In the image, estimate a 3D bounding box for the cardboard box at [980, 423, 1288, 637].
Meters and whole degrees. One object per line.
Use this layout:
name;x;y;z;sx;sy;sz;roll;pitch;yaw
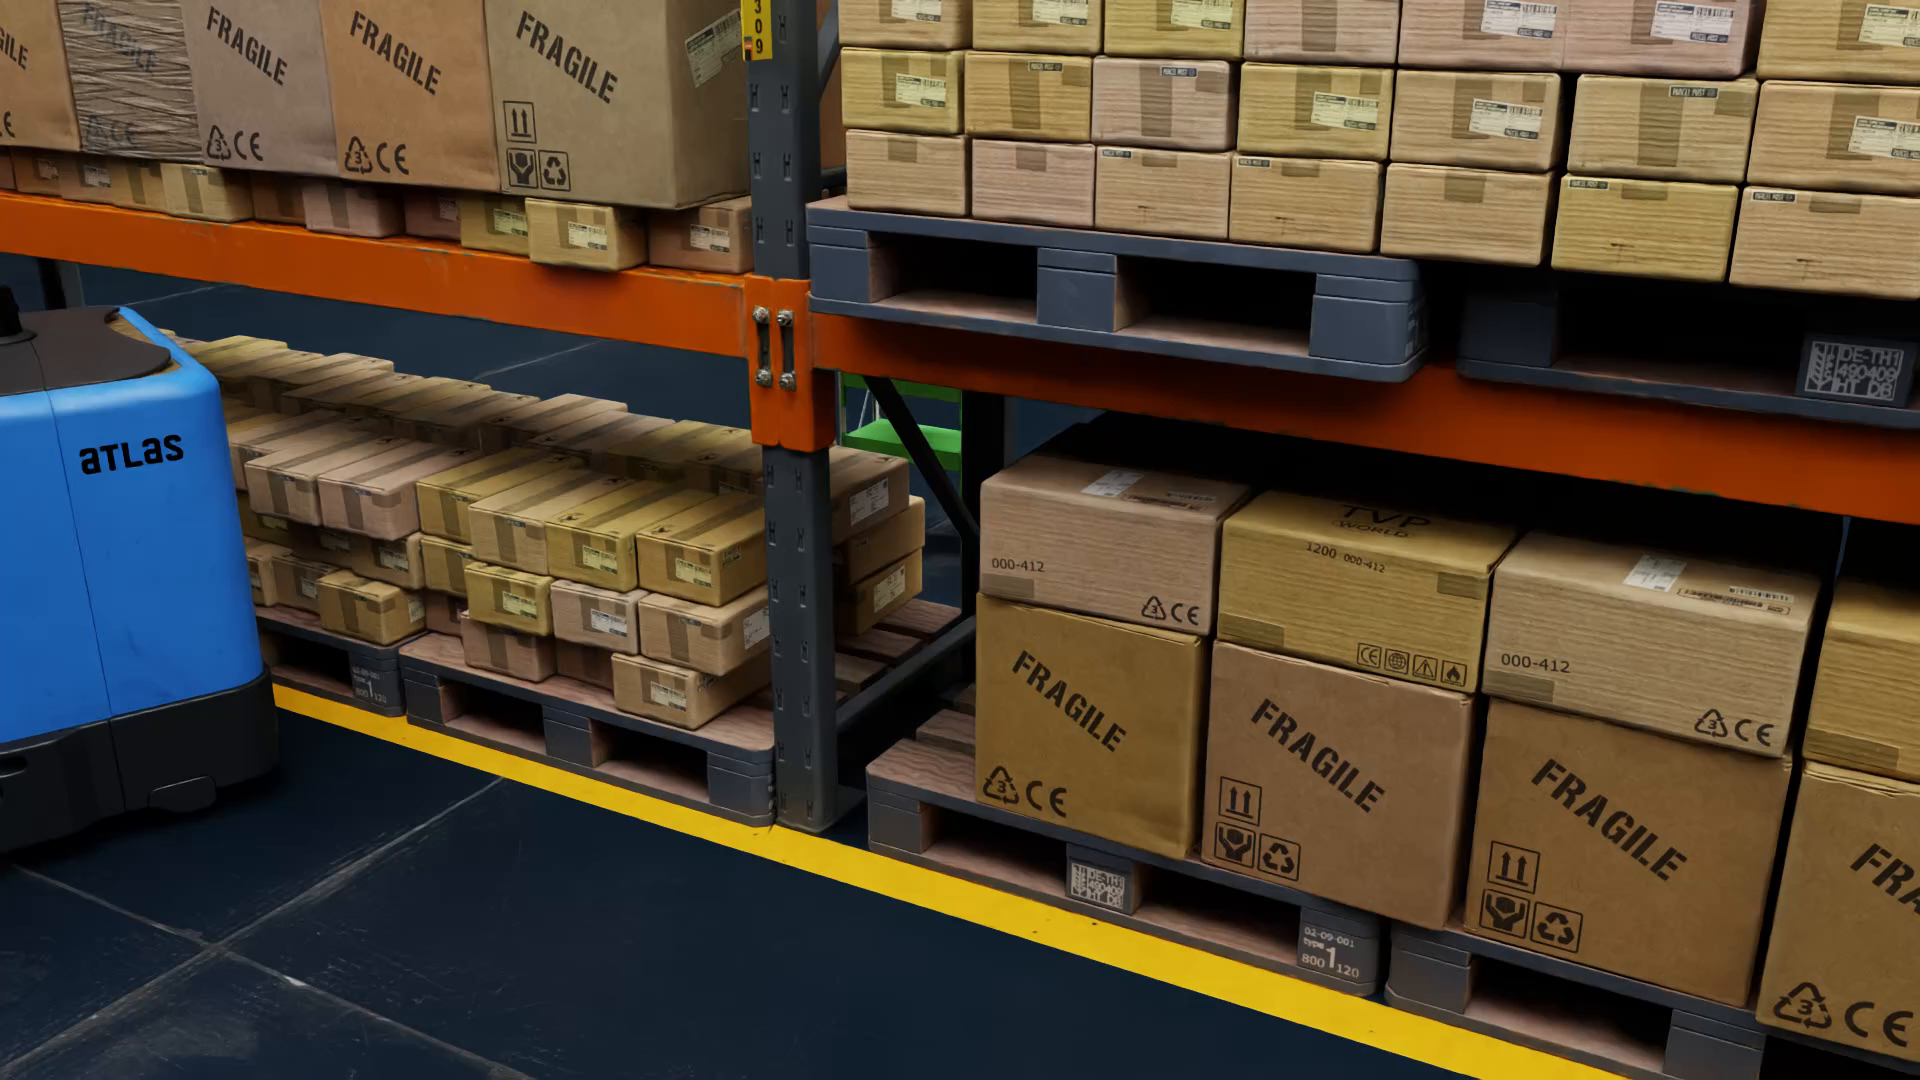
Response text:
cardboard box;0.374;-0.039;3.524;0.500;0.250;0.500;10;22;25

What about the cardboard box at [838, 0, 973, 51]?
cardboard box;-0.023;-1.022;3.164;0.250;0.149;0.380;12;23;30

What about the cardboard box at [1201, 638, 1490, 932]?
cardboard box;0.836;0.401;3.410;0.500;0.500;0.500;12;23;30

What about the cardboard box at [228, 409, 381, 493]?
cardboard box;-1.918;-0.253;4.857;0.250;0.149;0.380;11;23;27

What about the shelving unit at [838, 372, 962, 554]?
shelving unit;-0.145;-0.592;5.736;0.503;1.200;0.258;11;23;27

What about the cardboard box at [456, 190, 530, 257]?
cardboard box;-0.988;-0.798;4.035;0.250;0.149;0.380;12;23;29

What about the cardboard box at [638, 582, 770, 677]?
cardboard box;-0.572;0.179;4.100;0.250;0.149;0.380;11;23;28

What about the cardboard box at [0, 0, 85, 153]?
cardboard box;-2.476;-1.394;4.727;0.500;0.500;0.500;11;23;28

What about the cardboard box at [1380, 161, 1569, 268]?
cardboard box;0.879;-0.571;2.794;0.250;0.149;0.380;10;22;25

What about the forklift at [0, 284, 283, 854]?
forklift;-3.177;-0.587;3.186;3.031;2.935;1.130;-14;24;-34

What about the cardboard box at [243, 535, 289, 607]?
cardboard box;-1.976;0.048;4.900;0.250;0.149;0.380;11;23;27

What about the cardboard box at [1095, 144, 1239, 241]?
cardboard box;0.438;-0.655;3.026;0.250;0.149;0.380;11;23;28

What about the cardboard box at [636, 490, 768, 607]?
cardboard box;-0.580;0.016;4.115;0.250;0.149;0.380;12;23;29

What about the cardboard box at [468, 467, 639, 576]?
cardboard box;-1.043;-0.054;4.308;0.250;0.149;0.380;11;22;27

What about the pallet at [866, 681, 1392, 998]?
pallet;0.538;0.574;3.973;1.213;0.211;1.003;11;23;27

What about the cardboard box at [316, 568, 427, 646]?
cardboard box;-1.555;0.141;4.642;0.250;0.149;0.380;11;23;27

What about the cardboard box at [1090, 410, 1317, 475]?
cardboard box;0.631;-0.192;3.946;0.500;0.250;0.500;10;22;26

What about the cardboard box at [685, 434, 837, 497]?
cardboard box;-0.554;-0.185;4.669;0.250;0.149;0.380;12;23;30

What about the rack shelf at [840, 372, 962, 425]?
rack shelf;-0.145;-0.532;5.758;0.480;0.148;0.258;11;23;27

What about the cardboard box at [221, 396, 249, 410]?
cardboard box;-2.391;-0.324;5.052;0.250;0.149;0.380;12;23;29

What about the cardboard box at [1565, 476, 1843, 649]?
cardboard box;1.542;-0.019;3.468;0.500;0.250;0.500;10;22;25

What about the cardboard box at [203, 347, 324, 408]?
cardboard box;-2.374;-0.529;5.617;0.250;0.149;0.380;10;22;25

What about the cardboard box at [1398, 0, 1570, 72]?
cardboard box;0.887;-0.850;2.689;0.250;0.149;0.380;11;22;27

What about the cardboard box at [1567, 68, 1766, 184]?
cardboard box;1.125;-0.666;2.618;0.250;0.149;0.380;10;22;26

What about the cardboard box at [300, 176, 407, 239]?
cardboard box;-1.453;-0.885;4.273;0.250;0.149;0.380;10;22;25

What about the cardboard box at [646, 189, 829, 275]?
cardboard box;-0.506;-0.725;3.834;0.250;0.149;0.380;11;22;27

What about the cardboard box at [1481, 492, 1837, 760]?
cardboard box;1.283;0.135;3.044;0.500;0.250;0.500;12;23;29

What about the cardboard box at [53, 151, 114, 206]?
cardboard box;-2.341;-1.066;4.775;0.250;0.149;0.380;10;22;26

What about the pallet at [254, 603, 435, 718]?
pallet;-1.815;0.141;5.166;1.213;0.211;1.003;11;23;27

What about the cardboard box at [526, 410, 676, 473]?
cardboard box;-1.037;-0.249;4.845;0.250;0.149;0.380;10;22;26

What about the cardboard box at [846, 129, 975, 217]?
cardboard box;-0.023;-0.743;3.266;0.250;0.149;0.380;10;22;25

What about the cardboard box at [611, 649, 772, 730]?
cardboard box;-0.651;0.313;4.168;0.250;0.149;0.380;11;23;28

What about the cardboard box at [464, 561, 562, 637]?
cardboard box;-1.057;0.099;4.322;0.250;0.149;0.380;10;22;25

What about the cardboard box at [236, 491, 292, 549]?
cardboard box;-1.897;-0.116;4.915;0.250;0.149;0.380;12;23;30

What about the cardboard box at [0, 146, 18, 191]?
cardboard box;-2.767;-1.168;5.056;0.250;0.149;0.380;12;23;30

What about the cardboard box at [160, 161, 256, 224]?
cardboard box;-1.906;-0.964;4.492;0.250;0.149;0.380;11;23;28

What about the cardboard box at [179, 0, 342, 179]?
cardboard box;-1.589;-1.219;4.243;0.500;0.500;0.500;11;23;27

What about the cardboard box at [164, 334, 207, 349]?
cardboard box;-2.857;-0.596;5.803;0.250;0.149;0.380;11;23;28

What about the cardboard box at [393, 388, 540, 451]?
cardboard box;-1.498;-0.336;5.086;0.250;0.149;0.380;10;22;25

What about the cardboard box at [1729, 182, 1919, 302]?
cardboard box;1.338;-0.484;2.554;0.250;0.149;0.380;10;22;25

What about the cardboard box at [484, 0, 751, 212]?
cardboard box;-0.702;-1.049;3.775;0.500;0.500;0.500;11;23;27

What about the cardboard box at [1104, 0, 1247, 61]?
cardboard box;0.446;-0.934;2.922;0.250;0.149;0.380;11;23;28

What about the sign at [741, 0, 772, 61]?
sign;-0.400;-1.110;3.256;0.005;0.325;0.100;11;23;27

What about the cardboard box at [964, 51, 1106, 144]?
cardboard box;0.204;-0.840;3.098;0.250;0.149;0.380;10;22;26

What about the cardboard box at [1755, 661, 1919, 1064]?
cardboard box;1.727;0.575;2.931;0.500;0.500;0.500;10;22;25

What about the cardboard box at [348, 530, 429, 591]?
cardboard box;-1.460;-0.009;4.619;0.250;0.149;0.380;11;23;29

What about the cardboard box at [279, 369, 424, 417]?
cardboard box;-1.936;-0.424;5.328;0.250;0.149;0.380;10;22;26

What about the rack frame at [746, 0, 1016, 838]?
rack frame;-0.142;-0.866;3.853;0.127;3.000;1.000;11;23;27

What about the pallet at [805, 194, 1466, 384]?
pallet;0.454;-0.605;3.416;1.213;0.211;1.003;11;23;27

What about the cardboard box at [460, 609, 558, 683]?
cardboard box;-1.099;0.220;4.423;0.250;0.149;0.380;10;22;26

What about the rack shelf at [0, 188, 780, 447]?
rack shelf;-1.888;-0.860;4.892;4.000;0.370;1.077;11;23;27

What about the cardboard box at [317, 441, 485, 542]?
cardboard box;-1.513;-0.138;4.540;0.250;0.149;0.380;10;22;25

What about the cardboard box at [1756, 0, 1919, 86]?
cardboard box;1.344;-0.764;2.452;0.250;0.149;0.380;12;23;29

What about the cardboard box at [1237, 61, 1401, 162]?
cardboard box;0.657;-0.754;2.861;0.250;0.149;0.380;10;22;25
